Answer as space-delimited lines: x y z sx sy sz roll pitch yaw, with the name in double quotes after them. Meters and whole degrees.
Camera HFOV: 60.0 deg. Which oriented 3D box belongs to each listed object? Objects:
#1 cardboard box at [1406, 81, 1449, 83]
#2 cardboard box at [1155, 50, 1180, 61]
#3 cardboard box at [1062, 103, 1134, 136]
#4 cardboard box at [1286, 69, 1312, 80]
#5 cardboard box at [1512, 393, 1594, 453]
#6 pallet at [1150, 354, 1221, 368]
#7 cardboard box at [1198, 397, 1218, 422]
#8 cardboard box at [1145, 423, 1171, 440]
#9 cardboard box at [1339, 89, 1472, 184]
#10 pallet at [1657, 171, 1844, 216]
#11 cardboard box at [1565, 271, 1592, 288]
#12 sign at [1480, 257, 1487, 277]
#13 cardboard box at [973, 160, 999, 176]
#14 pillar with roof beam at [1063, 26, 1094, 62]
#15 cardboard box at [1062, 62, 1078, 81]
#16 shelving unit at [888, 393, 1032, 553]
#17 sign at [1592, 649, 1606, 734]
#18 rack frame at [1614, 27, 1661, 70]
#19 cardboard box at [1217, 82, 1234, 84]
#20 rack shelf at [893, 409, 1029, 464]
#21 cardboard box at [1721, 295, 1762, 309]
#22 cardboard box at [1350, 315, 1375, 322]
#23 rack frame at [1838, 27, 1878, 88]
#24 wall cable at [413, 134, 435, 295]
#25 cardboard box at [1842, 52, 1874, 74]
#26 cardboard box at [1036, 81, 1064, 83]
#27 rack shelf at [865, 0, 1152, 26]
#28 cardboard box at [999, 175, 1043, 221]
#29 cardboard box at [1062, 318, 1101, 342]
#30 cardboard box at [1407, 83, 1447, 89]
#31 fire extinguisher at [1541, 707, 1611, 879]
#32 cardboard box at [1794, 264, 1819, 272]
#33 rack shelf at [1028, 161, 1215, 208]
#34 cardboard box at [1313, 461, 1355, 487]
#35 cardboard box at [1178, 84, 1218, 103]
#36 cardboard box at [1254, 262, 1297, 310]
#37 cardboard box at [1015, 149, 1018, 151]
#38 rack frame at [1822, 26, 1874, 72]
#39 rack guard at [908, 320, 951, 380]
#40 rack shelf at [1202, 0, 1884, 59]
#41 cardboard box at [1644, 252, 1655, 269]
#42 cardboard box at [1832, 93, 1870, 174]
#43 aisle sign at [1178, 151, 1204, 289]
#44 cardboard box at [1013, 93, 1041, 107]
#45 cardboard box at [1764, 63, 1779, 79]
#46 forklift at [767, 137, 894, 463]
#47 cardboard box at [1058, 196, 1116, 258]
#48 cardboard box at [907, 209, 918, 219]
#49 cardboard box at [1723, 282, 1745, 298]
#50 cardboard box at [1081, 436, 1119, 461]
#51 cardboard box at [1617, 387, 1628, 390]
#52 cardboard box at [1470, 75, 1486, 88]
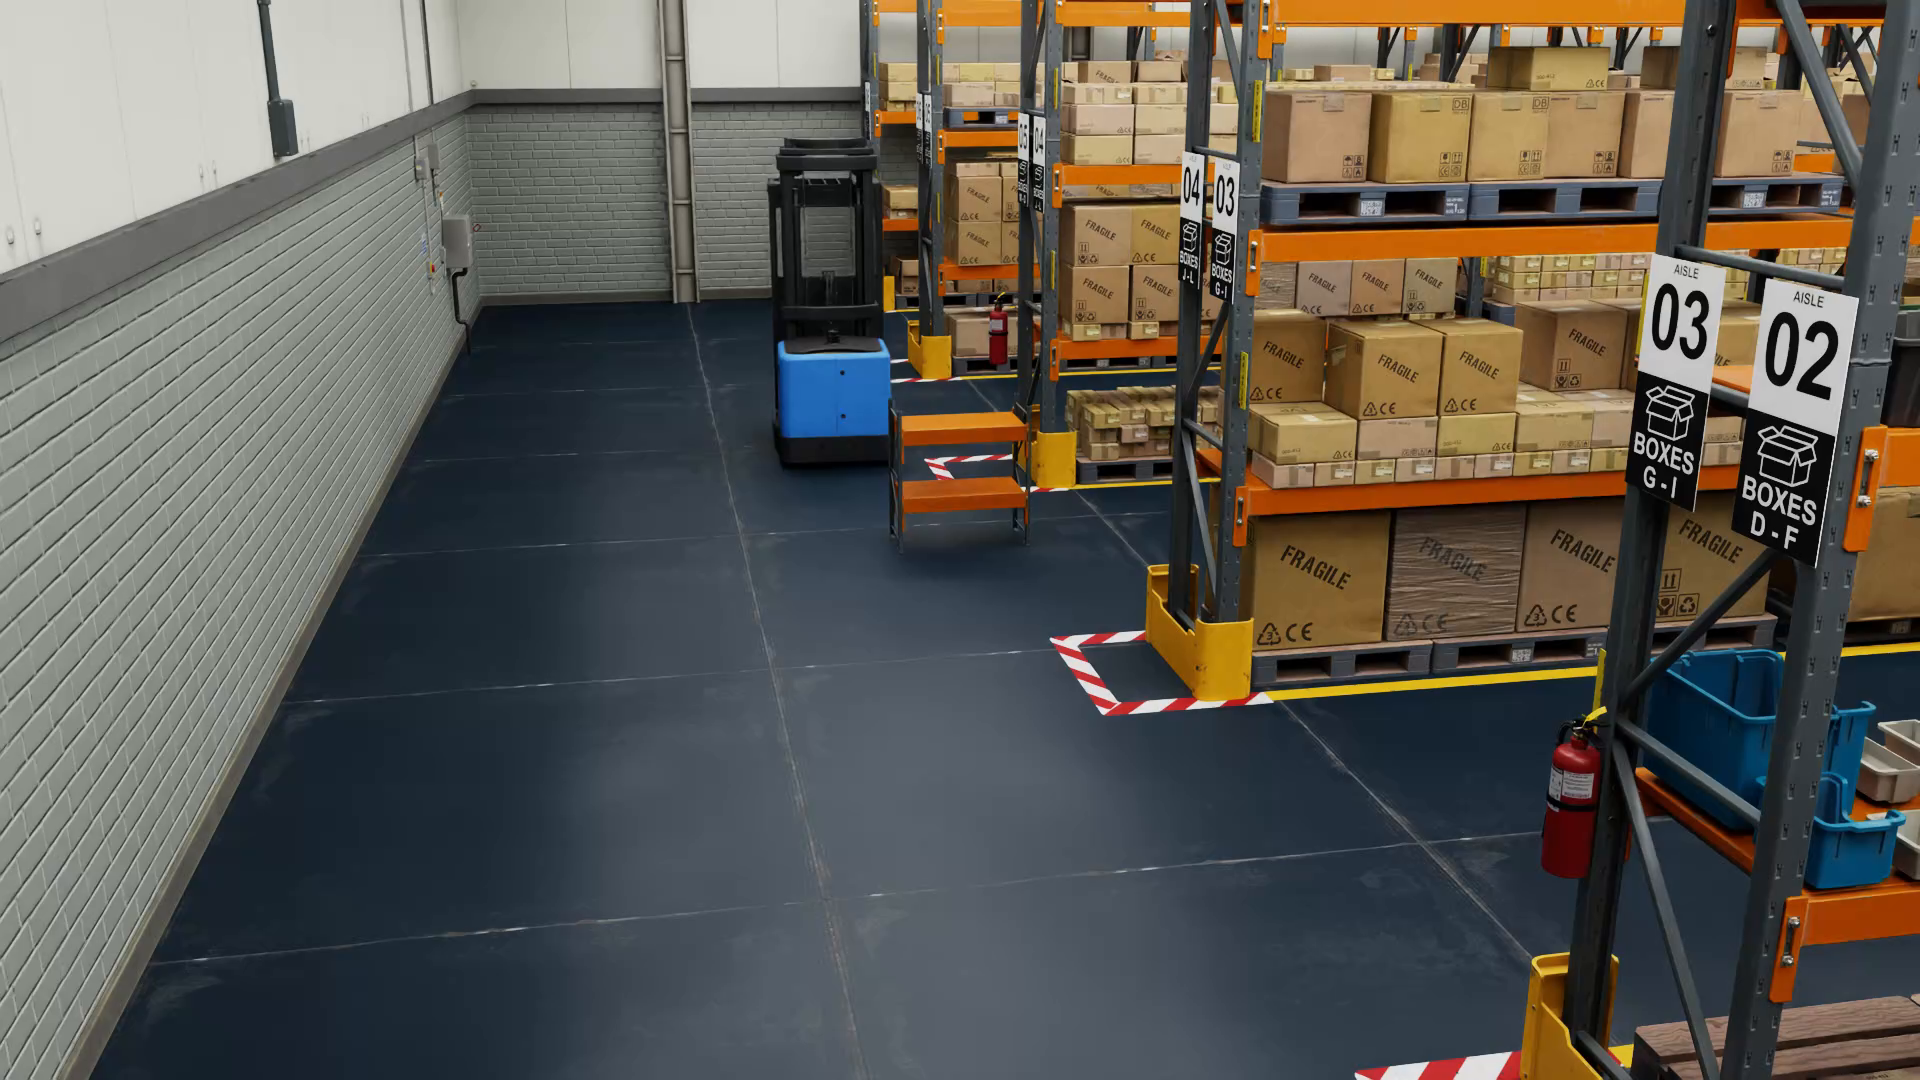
4.287 -4.130 15.265 0.250 0.149 0.380 -4 17 -11 "cardboard box"
2.997 -6.955 24.069 0.258 0.266 0.396 -3 17 -11 "cardboard box"
1.181 -3.613 14.261 0.500 0.250 0.500 -3 17 -10 "cardboard box"
5.007 -6.878 24.556 0.250 0.149 0.380 -3 17 -10 "cardboard box"
3.570 -0.734 10.341 0.500 0.250 0.500 -4 17 -12 "cardboard box"
2.819 -2.353 20.613 1.213 0.211 1.003 -3 17 -10 "pallet"
2.291 -1.193 15.213 0.250 0.149 0.380 -3 17 -8 "cardboard box"
1.757 -1.035 15.207 0.250 0.149 0.380 -3 17 -10 "cardboard box"
2.609 -2.397 9.844 0.500 0.500 0.700 -4 17 -12 "cardboard box"
4.655 -2.198 10.401 1.213 0.211 1.003 -3 17 -10 "pallet"
5.600 -2.426 15.308 0.250 0.149 0.380 -3 17 -9 "cardboard box"
4.729 -2.542 15.006 0.005 0.325 0.100 -3 17 -10 "sign"
0.298 -4.294 19.205 0.250 0.149 0.380 -3 17 -9 "cardboard box"
2.597 -6.984 20.725 0.400 9.000 9.100 -3 17 -10 "pillar with roof beam"
1.688 -6.752 23.973 0.500 0.250 0.500 -4 17 -11 "cardboard box"
-0.007 -0.537 13.145 1.048 1.125 0.538 -3 17 -10 "shelving unit"
2.352 0.566 6.082 0.005 0.325 0.100 -3 17 -10 "sign"
10.490 -8.450 25.496 0.127 3.000 1.000 -3 17 -10 "rack frame"
2.477 -4.036 14.959 0.250 0.149 0.380 -4 17 -12 "cardboard box"
-0.007 -0.817 13.059 1.000 0.278 0.538 -3 17 -10 "rack shelf"
4.941 -1.325 10.988 0.500 0.500 0.500 -3 17 -10 "cardboard box"
3.610 -2.043 15.282 0.250 0.149 0.380 -4 17 -12 "cardboard box"
11.435 -7.019 20.838 0.127 3.000 1.000 -3 17 -10 "rack frame"
-5.879 -3.663 18.345 0.123 1.953 0.585 -3 17 -10 "wall cable"
14.029 -7.440 26.262 0.500 0.500 0.500 -3 17 -9 "cardboard box"
1.195 -6.485 23.956 0.500 0.250 0.500 -3 17 -9 "cardboard box"
0.671 -7.547 23.789 4.000 0.370 1.077 -3 17 -10 "rack shelf"
0.684 -3.984 19.301 0.500 0.500 0.500 -4 17 -12 "cardboard box"
1.071 -1.865 14.703 0.250 0.149 0.380 -3 17 -11 "cardboard box"
4.105 -3.962 14.720 0.250 0.149 0.380 -3 17 -9 "cardboard box"
2.238 0.894 6.058 0.183 0.674 0.296 -3 17 -10 "fire extinguisher"
7.885 -2.556 15.731 0.250 0.149 0.380 -3 17 -8 "cardboard box"
2.655 -3.263 14.943 4.000 0.370 1.077 -3 17 -10 "rack shelf"
2.196 -0.445 10.081 0.250 0.149 0.380 -4 17 -11 "cardboard box"
2.058 -3.867 14.409 0.250 0.149 0.380 -3 17 -9 "cardboard box"
2.688 -2.288 14.975 0.500 0.500 0.500 -4 17 -12 "cardboard box"
1.122 -5.559 24.774 0.500 0.500 0.500 -4 17 -12 "cardboard box"
8.546 -5.375 15.485 0.127 3.000 1.000 -3 17 -10 "rack frame"
-0.371 -2.287 19.906 0.348 0.500 1.175 -3 17 -10 "rack guard"
3.496 -3.070 9.888 4.000 0.370 1.077 -3 17 -10 "rack shelf"
6.362 -2.611 15.404 0.250 0.149 0.380 -3 17 -8 "cardboard box"
6.028 -2.567 10.565 0.500 0.500 0.700 -3 17 -9 "cardboard box"
1.405 -1.951 10.129 0.004 0.787 0.394 -3 17 -10 "aisle sign"
0.765 -5.040 19.045 0.250 0.149 0.380 -3 17 -8 "cardboard box"
9.892 -5.821 20.735 0.500 0.250 0.500 -3 17 -10 "cardboard box"
-1.322 -2.500 16.459 1.130 2.935 3.031 -2 17 -7 "forklift"
1.093 -2.827 15.027 0.500 0.500 0.500 -4 17 -12 "cardboard box"
-0.677 -4.760 24.130 0.250 0.149 0.380 -3 17 -9 "cardboard box"
7.143 -2.372 15.638 0.250 0.149 0.380 -4 18 -13 "cardboard box"
1.266 -0.837 15.067 0.250 0.149 0.380 -3 17 -9 "cardboard box"
4.460 -0.943 11.021 0.500 0.250 0.500 -3 17 -11 "cardboard box"
5.011 -3.956 15.089 0.500 0.500 0.700 -3 17 -10 "cardboard box"
